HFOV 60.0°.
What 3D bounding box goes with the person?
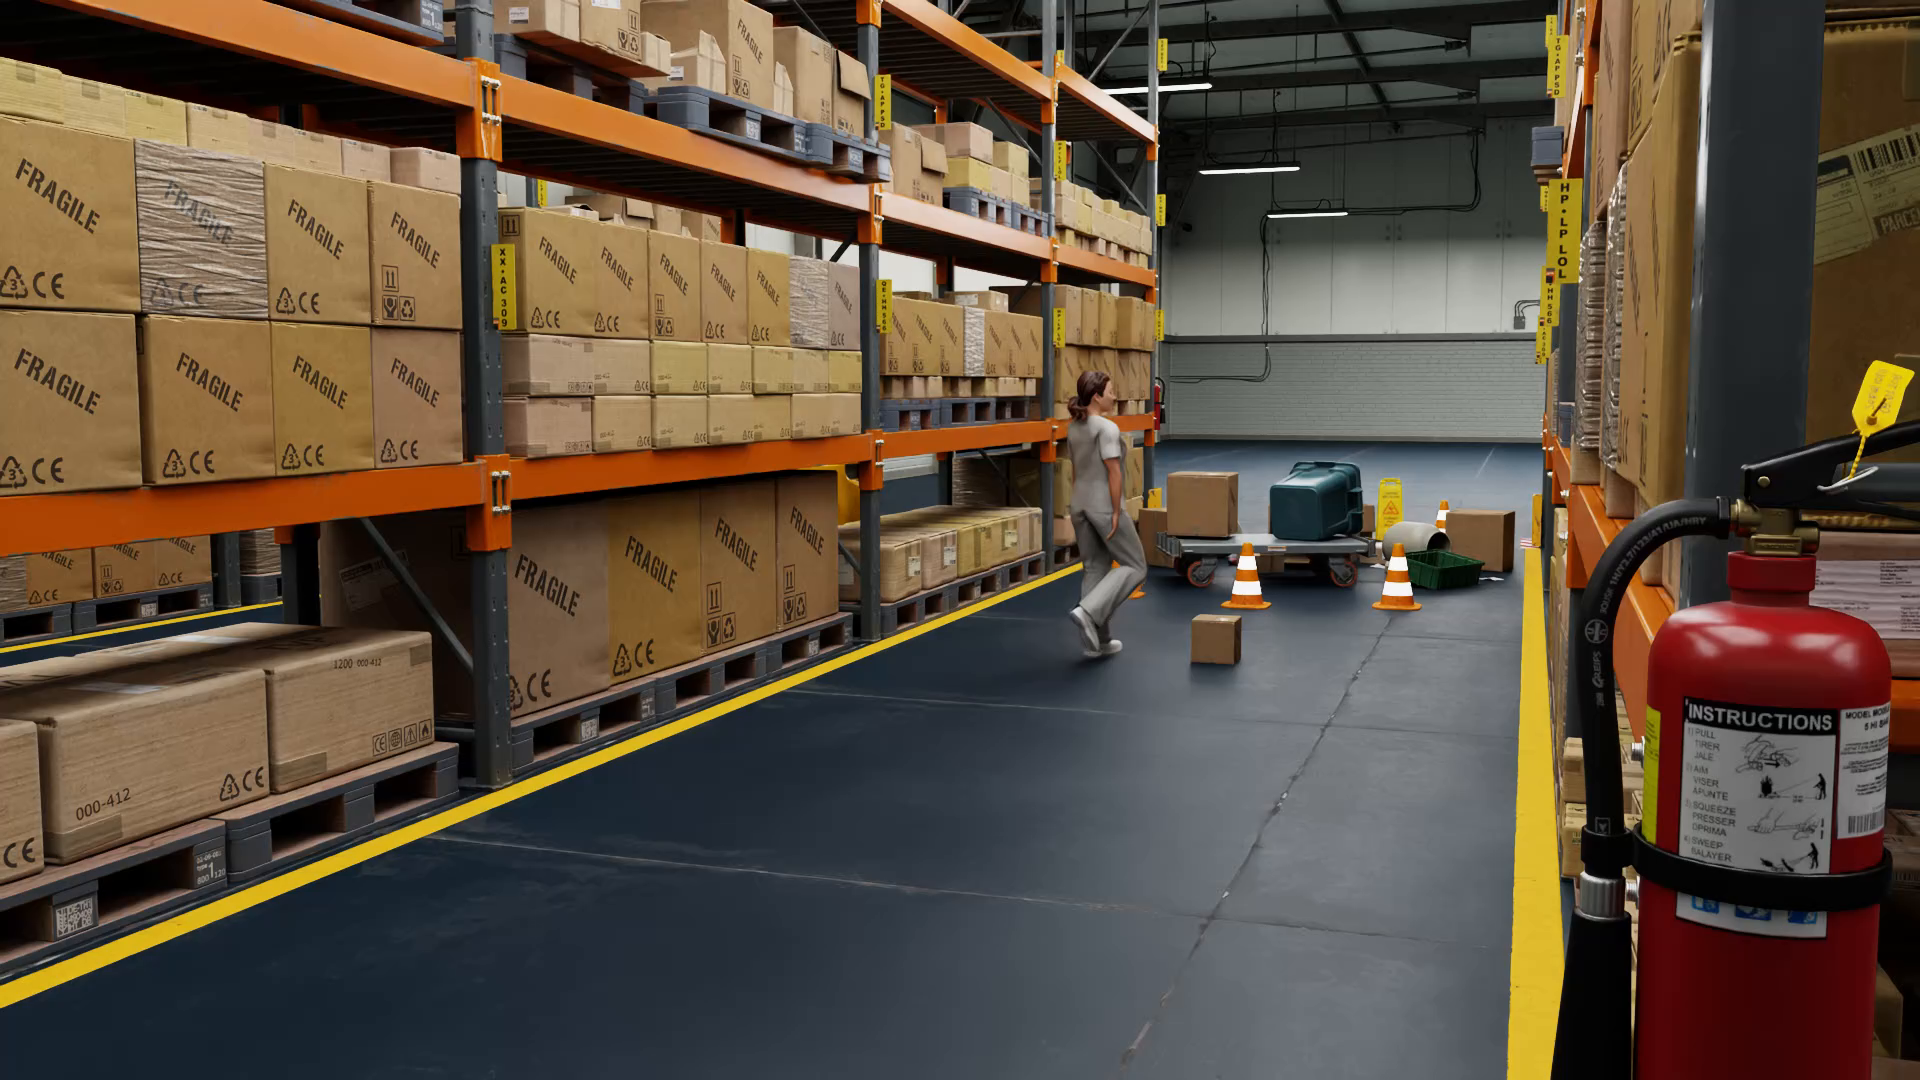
[{"bbox_3d":[0.794,-0.140,9.621,0.524,1.649,0.452,-4,7,-38],"label":"person"}]
